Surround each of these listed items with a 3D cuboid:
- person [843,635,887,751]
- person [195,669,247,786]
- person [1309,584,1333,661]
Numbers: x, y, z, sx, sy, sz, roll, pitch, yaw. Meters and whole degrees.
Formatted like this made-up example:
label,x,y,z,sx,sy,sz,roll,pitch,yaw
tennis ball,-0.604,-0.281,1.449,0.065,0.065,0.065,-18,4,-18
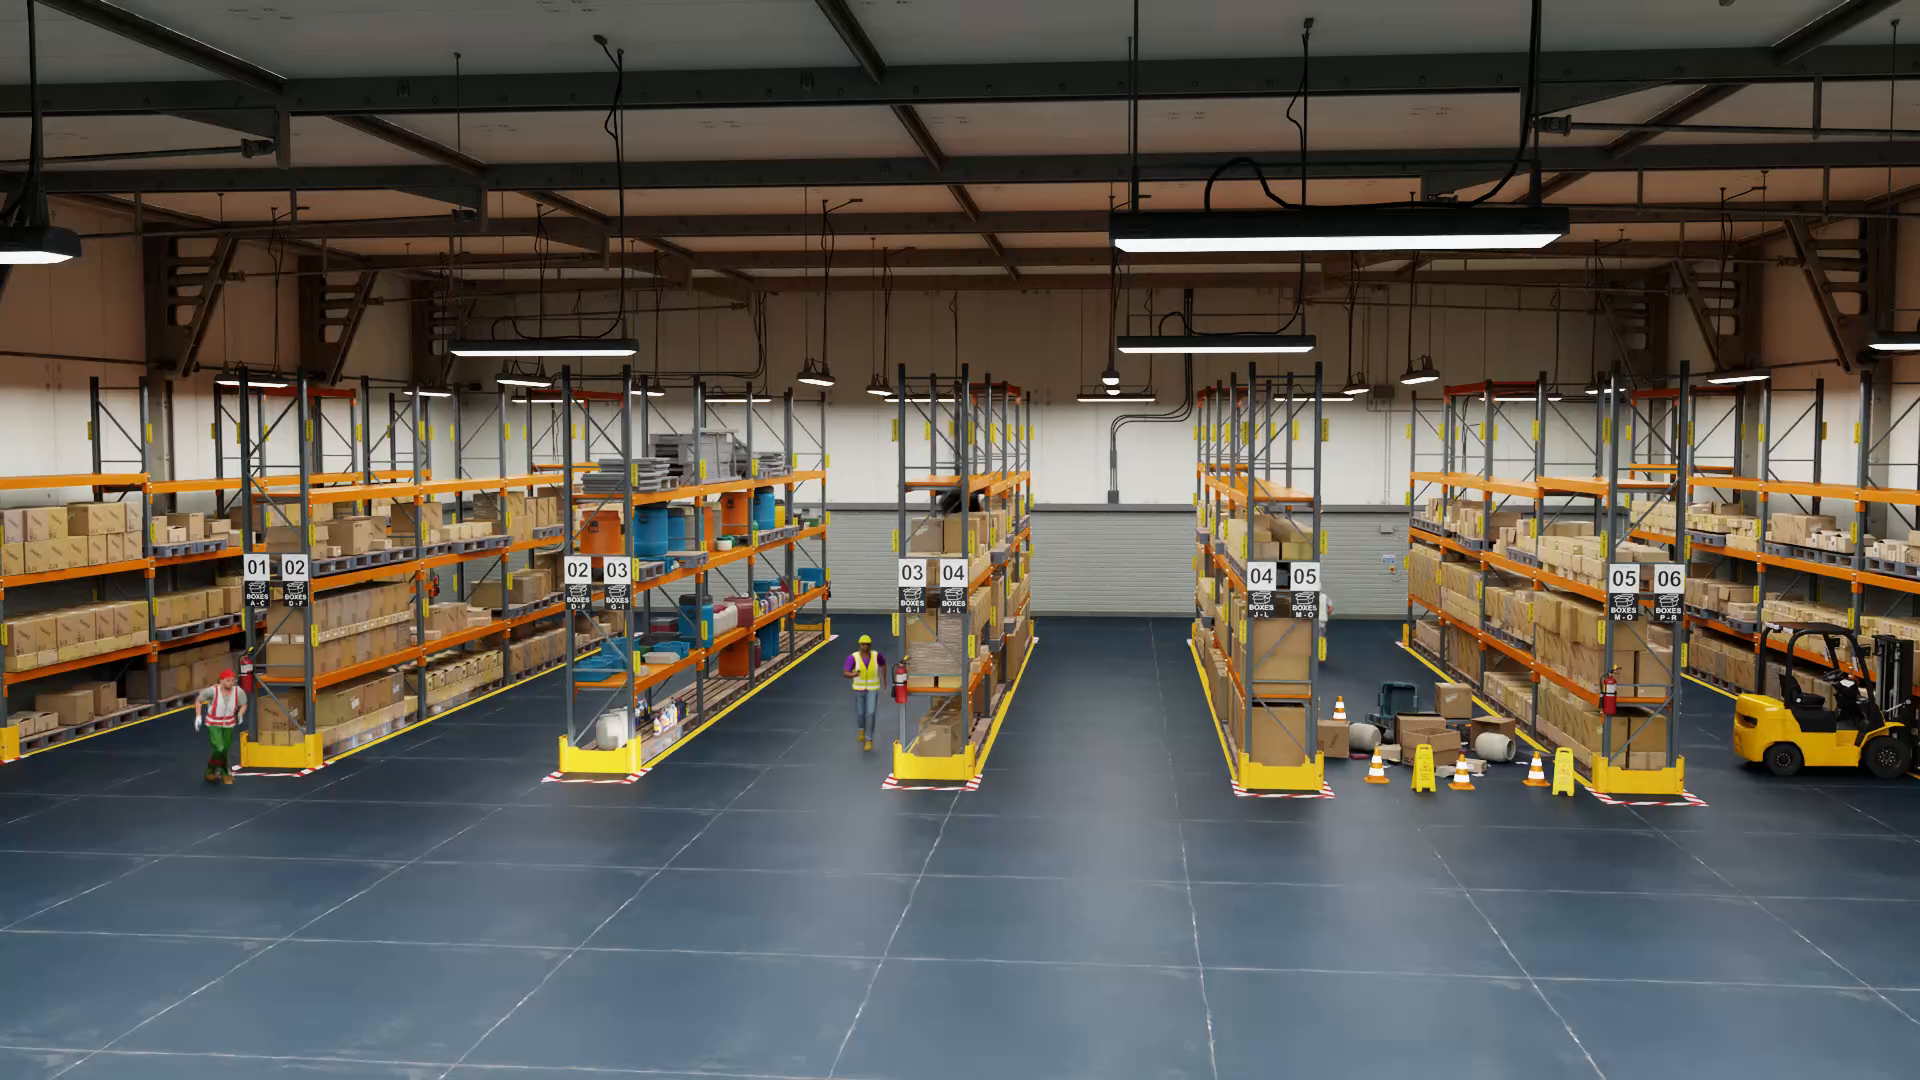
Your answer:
label,x,y,z,sx,sy,sz,roll,pitch,yaw
person,-1.510,2.392,26.457,0.688,1.781,0.950,0,4,-3
person,-10.541,2.662,23.673,0.689,1.711,0.865,-4,5,-45
person,7.849,1.816,36.347,0.639,1.732,0.826,0,4,0
